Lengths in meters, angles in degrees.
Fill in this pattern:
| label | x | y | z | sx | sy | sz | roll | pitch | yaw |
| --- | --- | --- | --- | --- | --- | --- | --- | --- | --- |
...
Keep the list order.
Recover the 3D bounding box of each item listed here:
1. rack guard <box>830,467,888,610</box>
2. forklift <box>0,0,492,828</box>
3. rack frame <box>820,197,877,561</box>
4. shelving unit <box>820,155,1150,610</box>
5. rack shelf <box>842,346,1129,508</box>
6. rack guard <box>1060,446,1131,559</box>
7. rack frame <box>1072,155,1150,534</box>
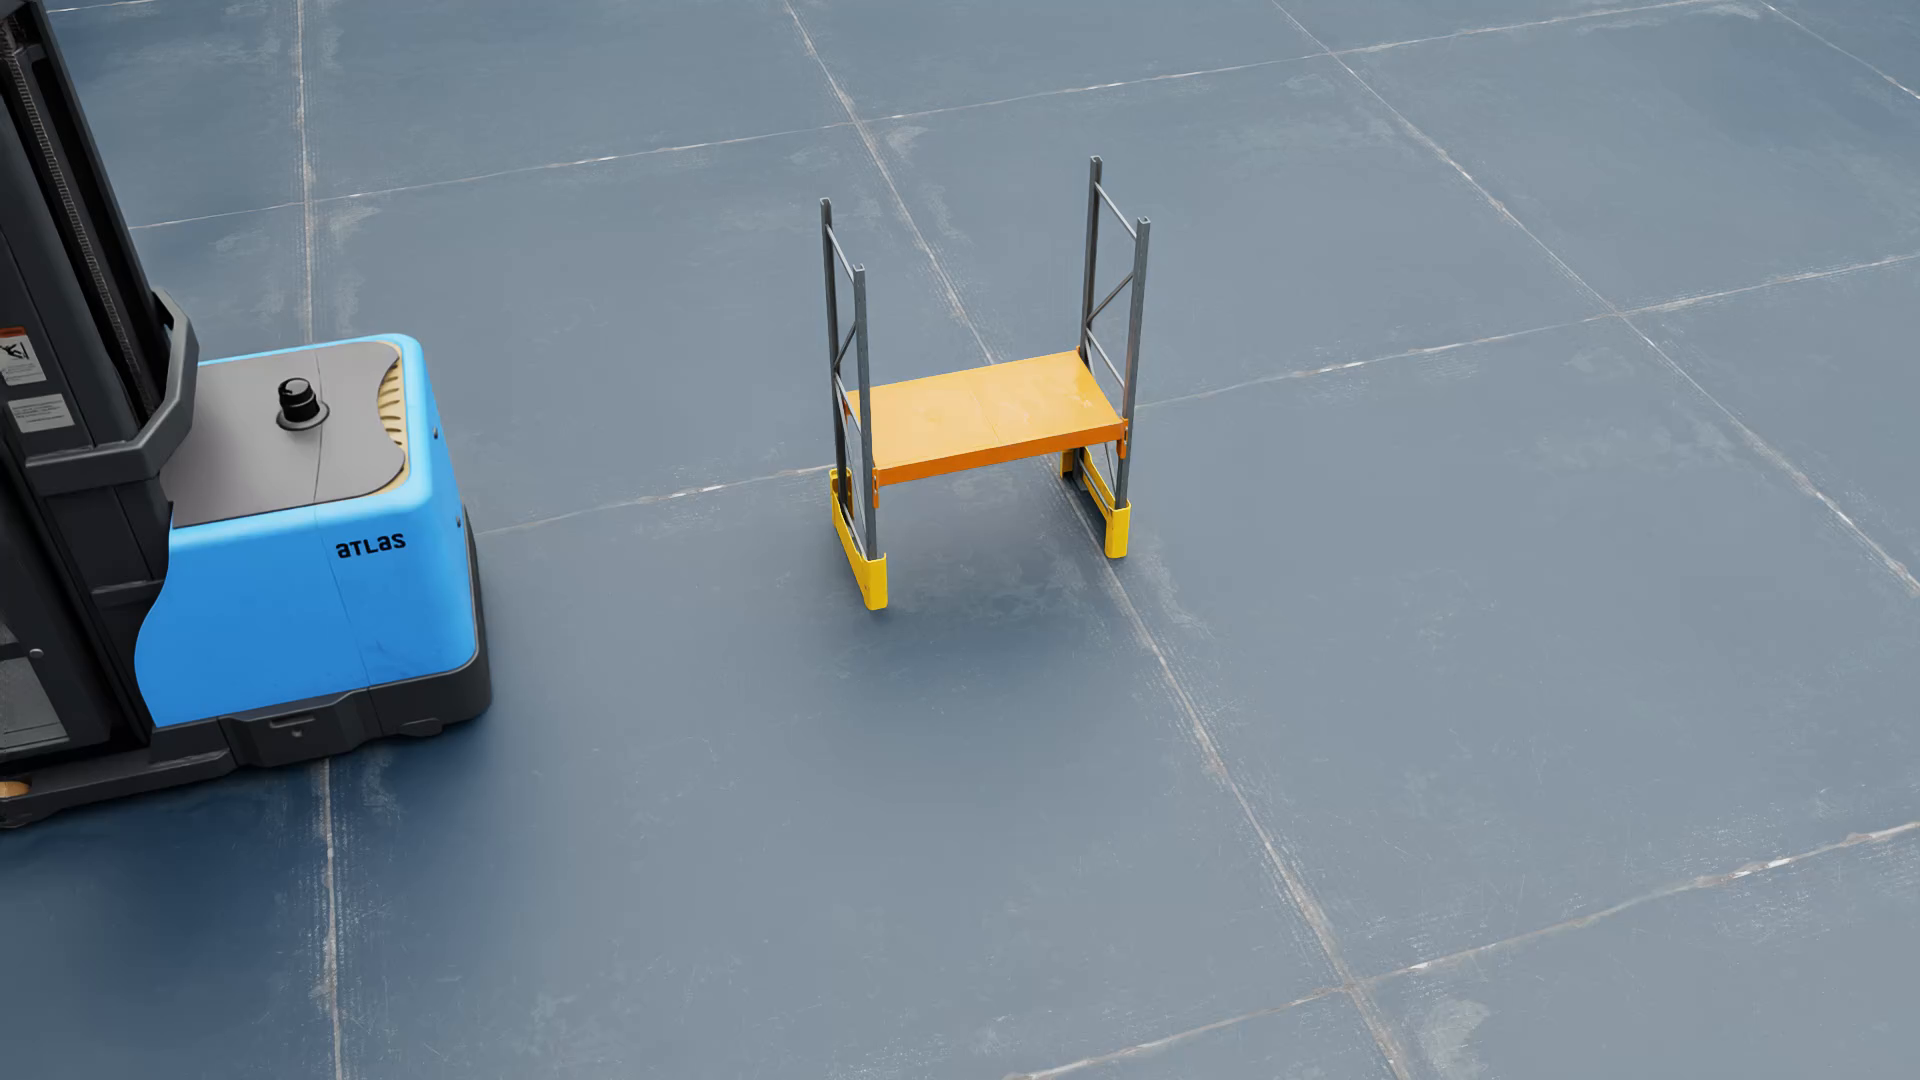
| label | x | y | z | sx | sy | sz | roll | pitch | yaw |
| --- | --- | --- | --- | --- | --- | --- | --- | --- | --- |
| rack guard | -0.402 | -0.011 | 6.572 | 0.087 | 0.250 | 0.587 | -12 | 42 | -13 |
| forklift | -3.263 | -0.482 | 5.074 | 3.031 | 2.935 | 1.130 | -11 | 42 | -12 |
| rack frame | -0.404 | -0.481 | 6.161 | 0.032 | 1.500 | 0.500 | -12 | 42 | -13 |
| shelving unit | 0.073 | -0.580 | 6.274 | 1.083 | 1.500 | 0.587 | -12 | 42 | -13 |
| rack shelf | 0.081 | -0.446 | 6.394 | 1.000 | 0.185 | 0.538 | -12 | 42 | -13 |
| rack guard | 0.548 | -0.208 | 6.798 | 0.087 | 0.250 | 0.587 | -12 | 42 | -13 |
| rack frame | 0.566 | -0.682 | 6.391 | 0.032 | 1.500 | 0.500 | -12 | 42 | -13 |
